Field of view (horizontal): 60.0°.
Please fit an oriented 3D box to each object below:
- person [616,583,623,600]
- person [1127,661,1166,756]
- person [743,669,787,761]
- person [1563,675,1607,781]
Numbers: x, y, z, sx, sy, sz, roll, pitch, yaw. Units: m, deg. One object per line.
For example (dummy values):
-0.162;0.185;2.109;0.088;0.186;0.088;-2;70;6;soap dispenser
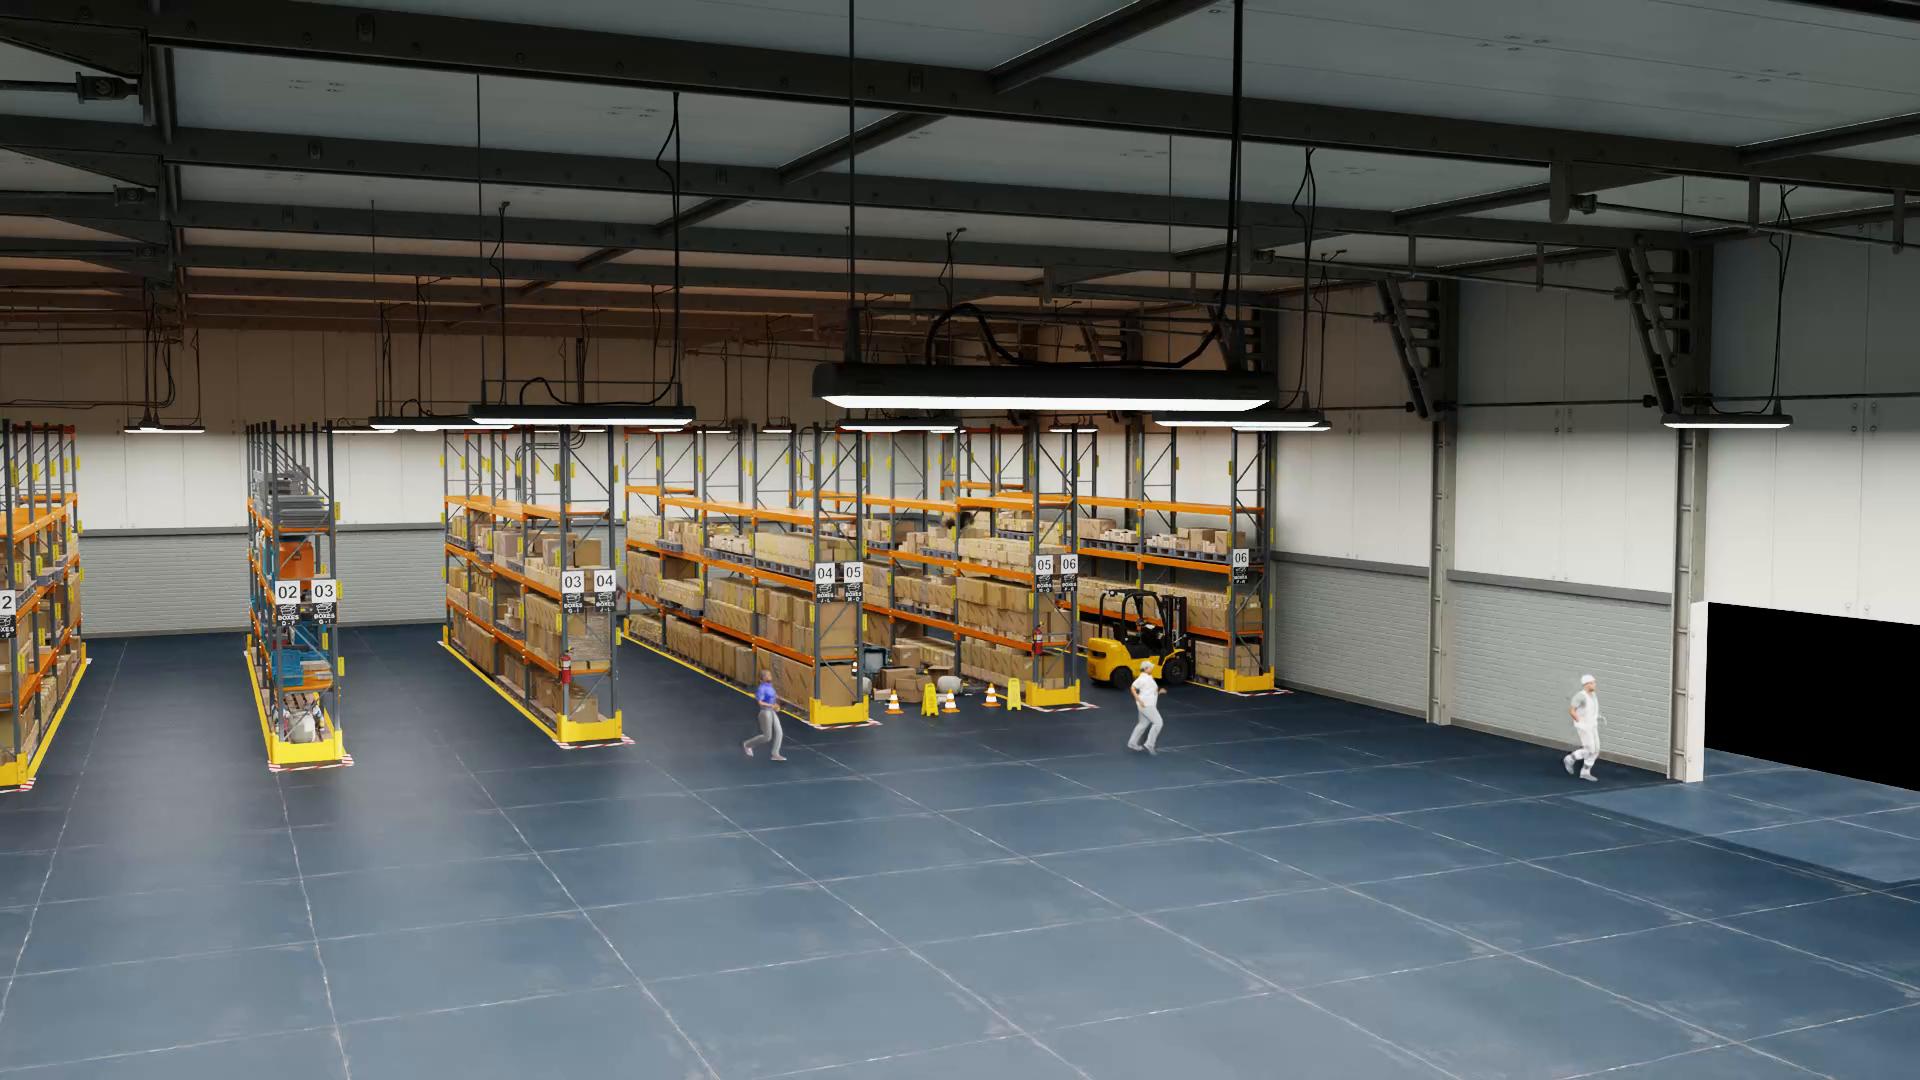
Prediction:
-10.259;1.854;48.568;0.836;1.760;0.798;4;5;44;person
3.364;3.029;29.960;0.718;1.715;0.574;1;4;11;person
-3.425;3.081;29.279;0.769;1.617;0.587;1;4;12;person
10.420;3.116;27.745;0.678;1.756;0.593;-3;5;-41;person
